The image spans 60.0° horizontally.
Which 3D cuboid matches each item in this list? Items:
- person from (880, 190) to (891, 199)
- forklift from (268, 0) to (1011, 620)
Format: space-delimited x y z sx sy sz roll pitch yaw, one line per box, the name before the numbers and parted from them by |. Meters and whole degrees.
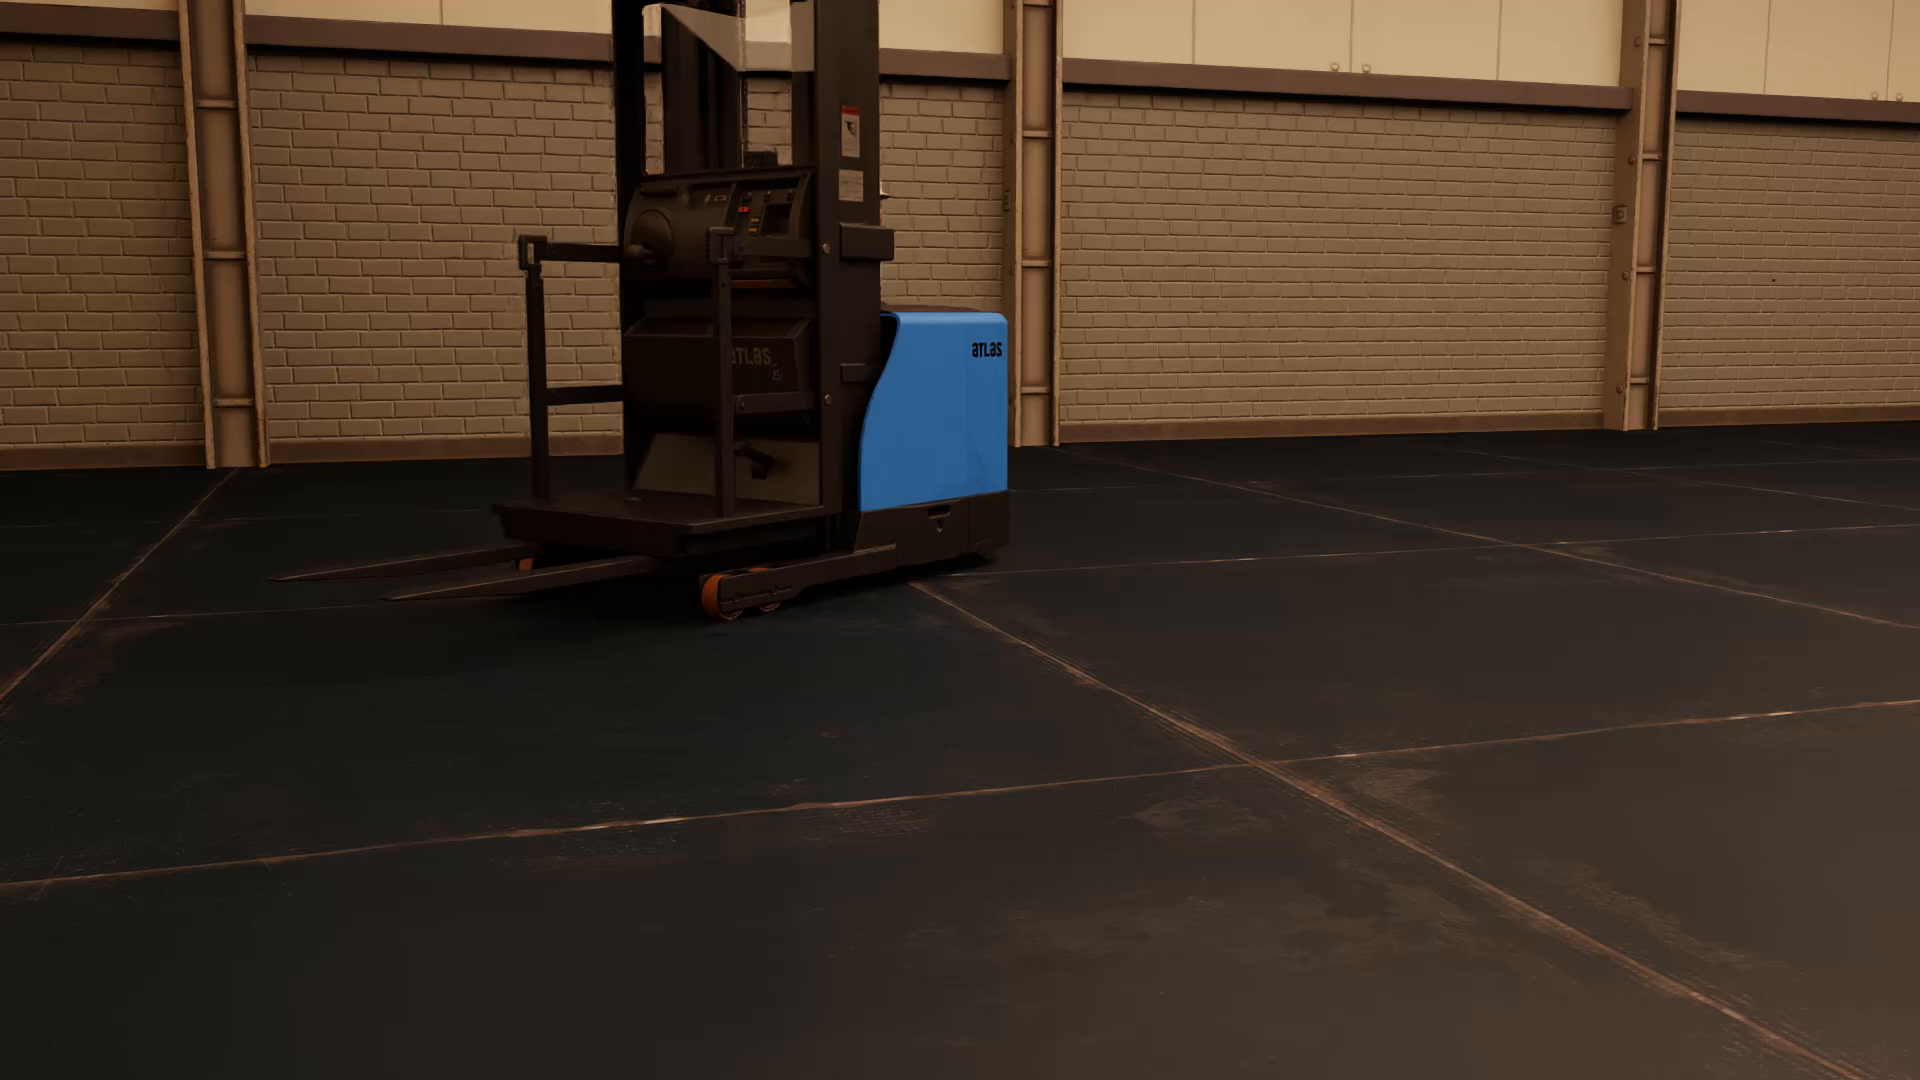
person | -0.568 -1.007 8.567 0.428 1.748 0.865 4 9 26
forklift | -1.062 -1.244 6.195 1.130 2.935 3.031 6 10 36
